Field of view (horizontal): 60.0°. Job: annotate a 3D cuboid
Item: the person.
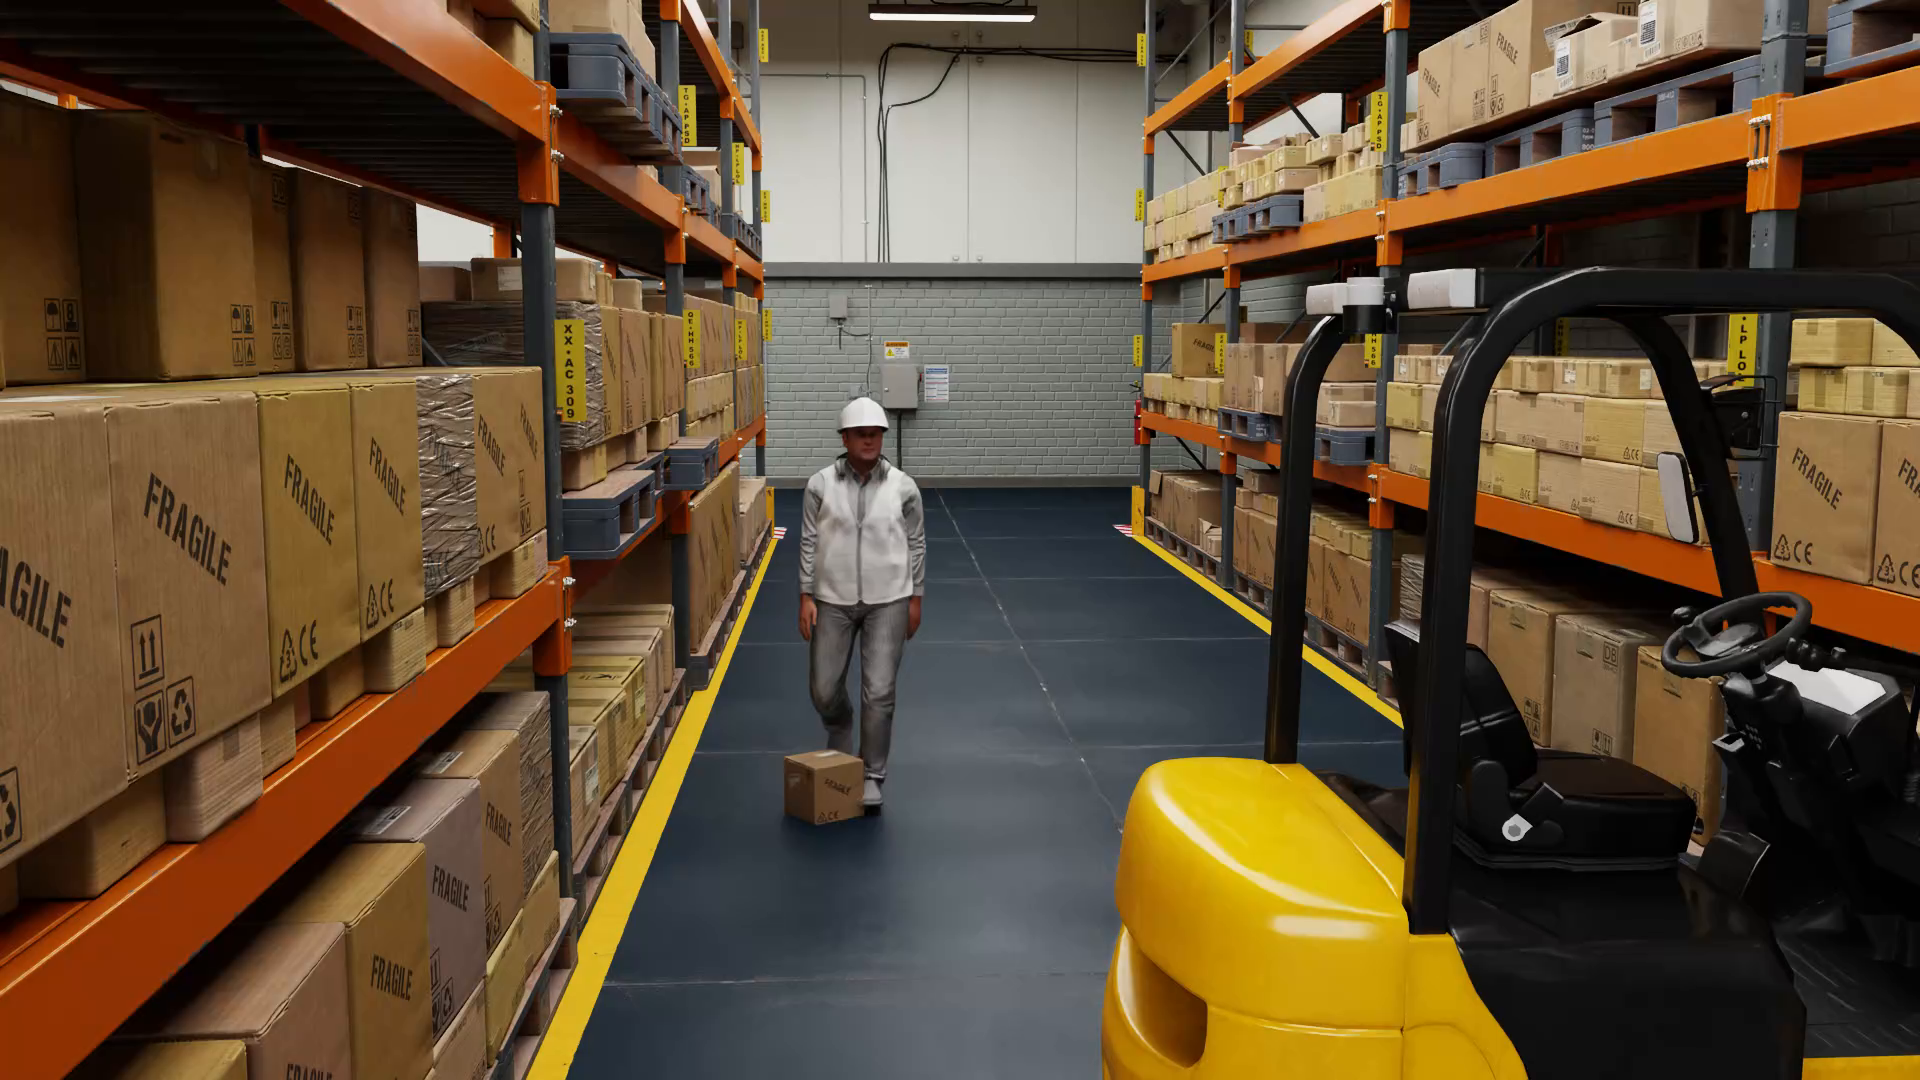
[{"bbox_3d":[-0.429,0.253,7.331,0.565,1.759,0.632,0,7,-2],"label":"person"}]
